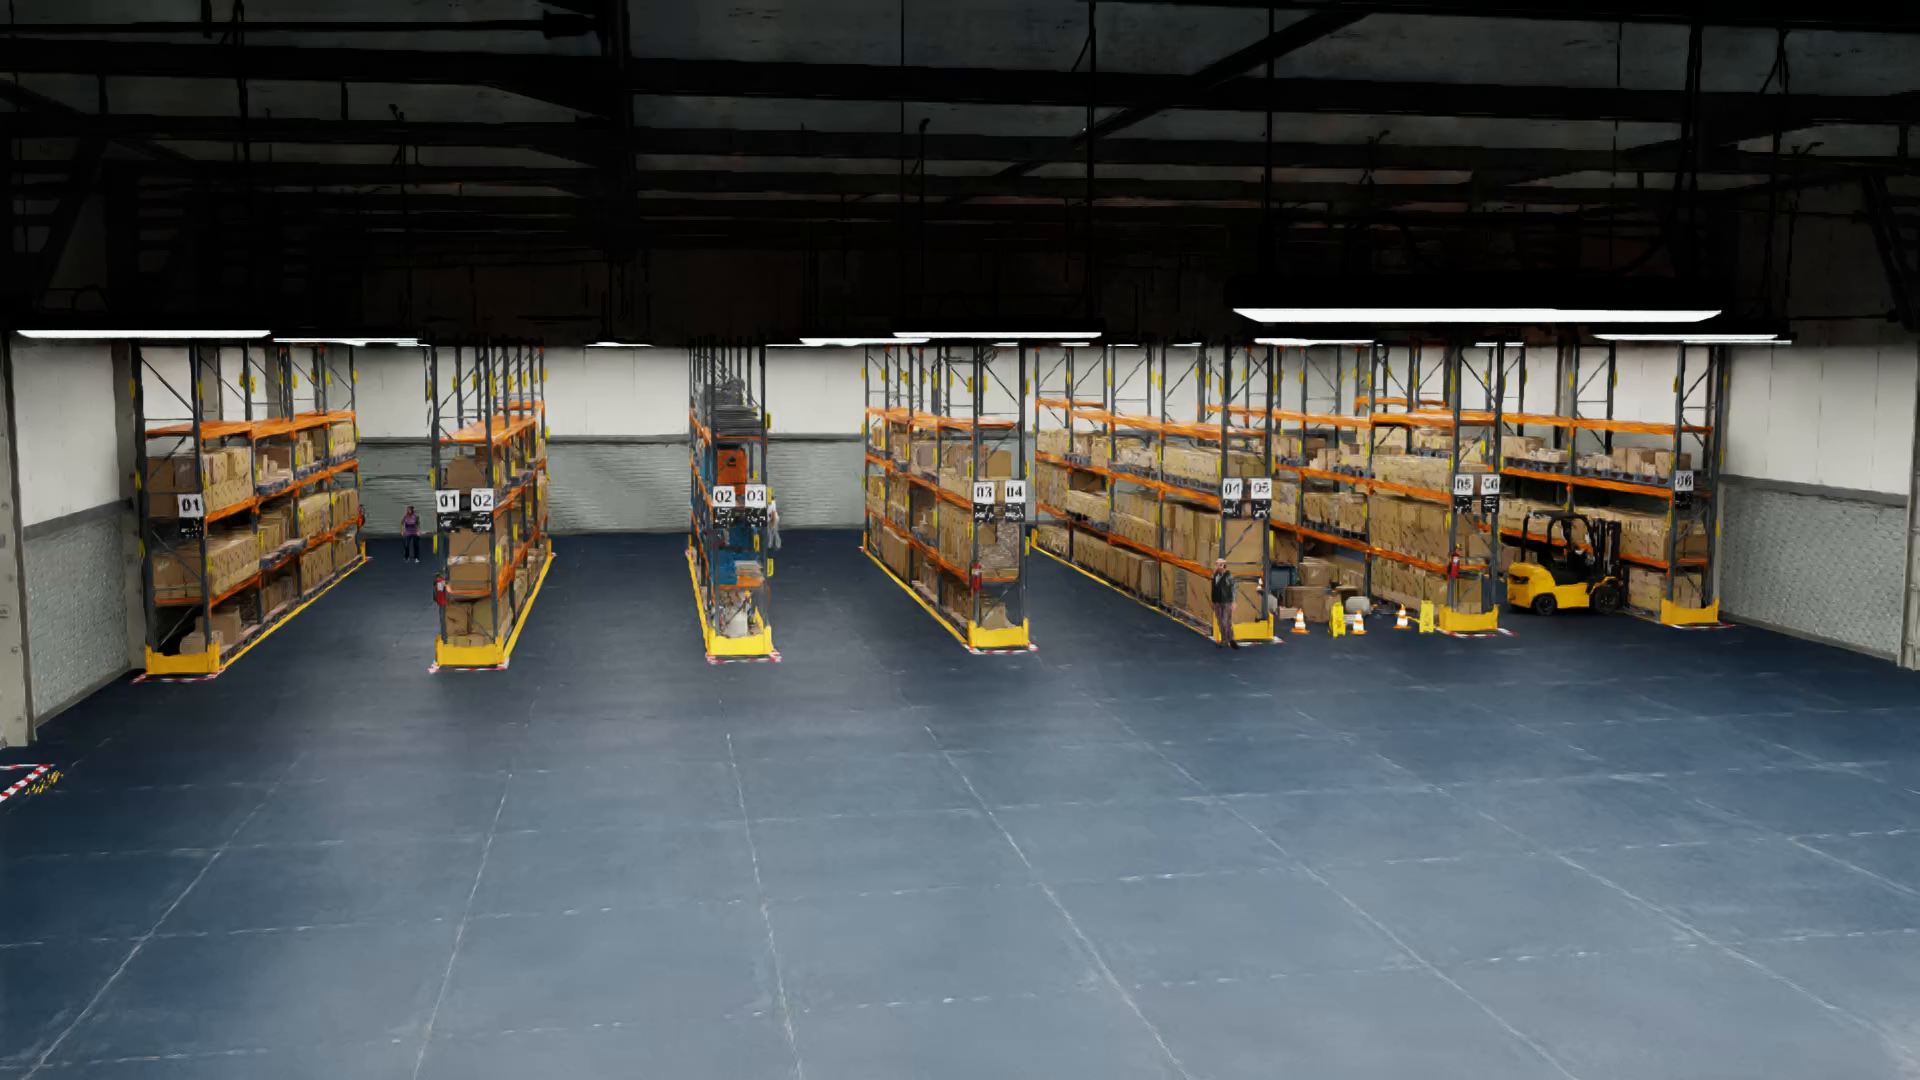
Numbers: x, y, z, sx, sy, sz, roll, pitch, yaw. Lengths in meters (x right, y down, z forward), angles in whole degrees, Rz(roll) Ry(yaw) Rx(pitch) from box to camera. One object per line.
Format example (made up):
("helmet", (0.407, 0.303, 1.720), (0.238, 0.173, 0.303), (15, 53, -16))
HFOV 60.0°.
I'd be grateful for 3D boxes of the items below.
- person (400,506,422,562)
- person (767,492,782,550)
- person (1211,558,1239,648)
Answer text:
("person", (-14.777, -0.161, 44.773), (0.566, 1.541, 0.519), (-2, 7, -13))
("person", (-5.372, -0.547, 47.516), (0.496, 1.660, 0.598), (-2, 7, -14))
("person", (5.071, 1.211, 31.906), (0.398, 1.715, 0.643), (-6, 9, -42))
